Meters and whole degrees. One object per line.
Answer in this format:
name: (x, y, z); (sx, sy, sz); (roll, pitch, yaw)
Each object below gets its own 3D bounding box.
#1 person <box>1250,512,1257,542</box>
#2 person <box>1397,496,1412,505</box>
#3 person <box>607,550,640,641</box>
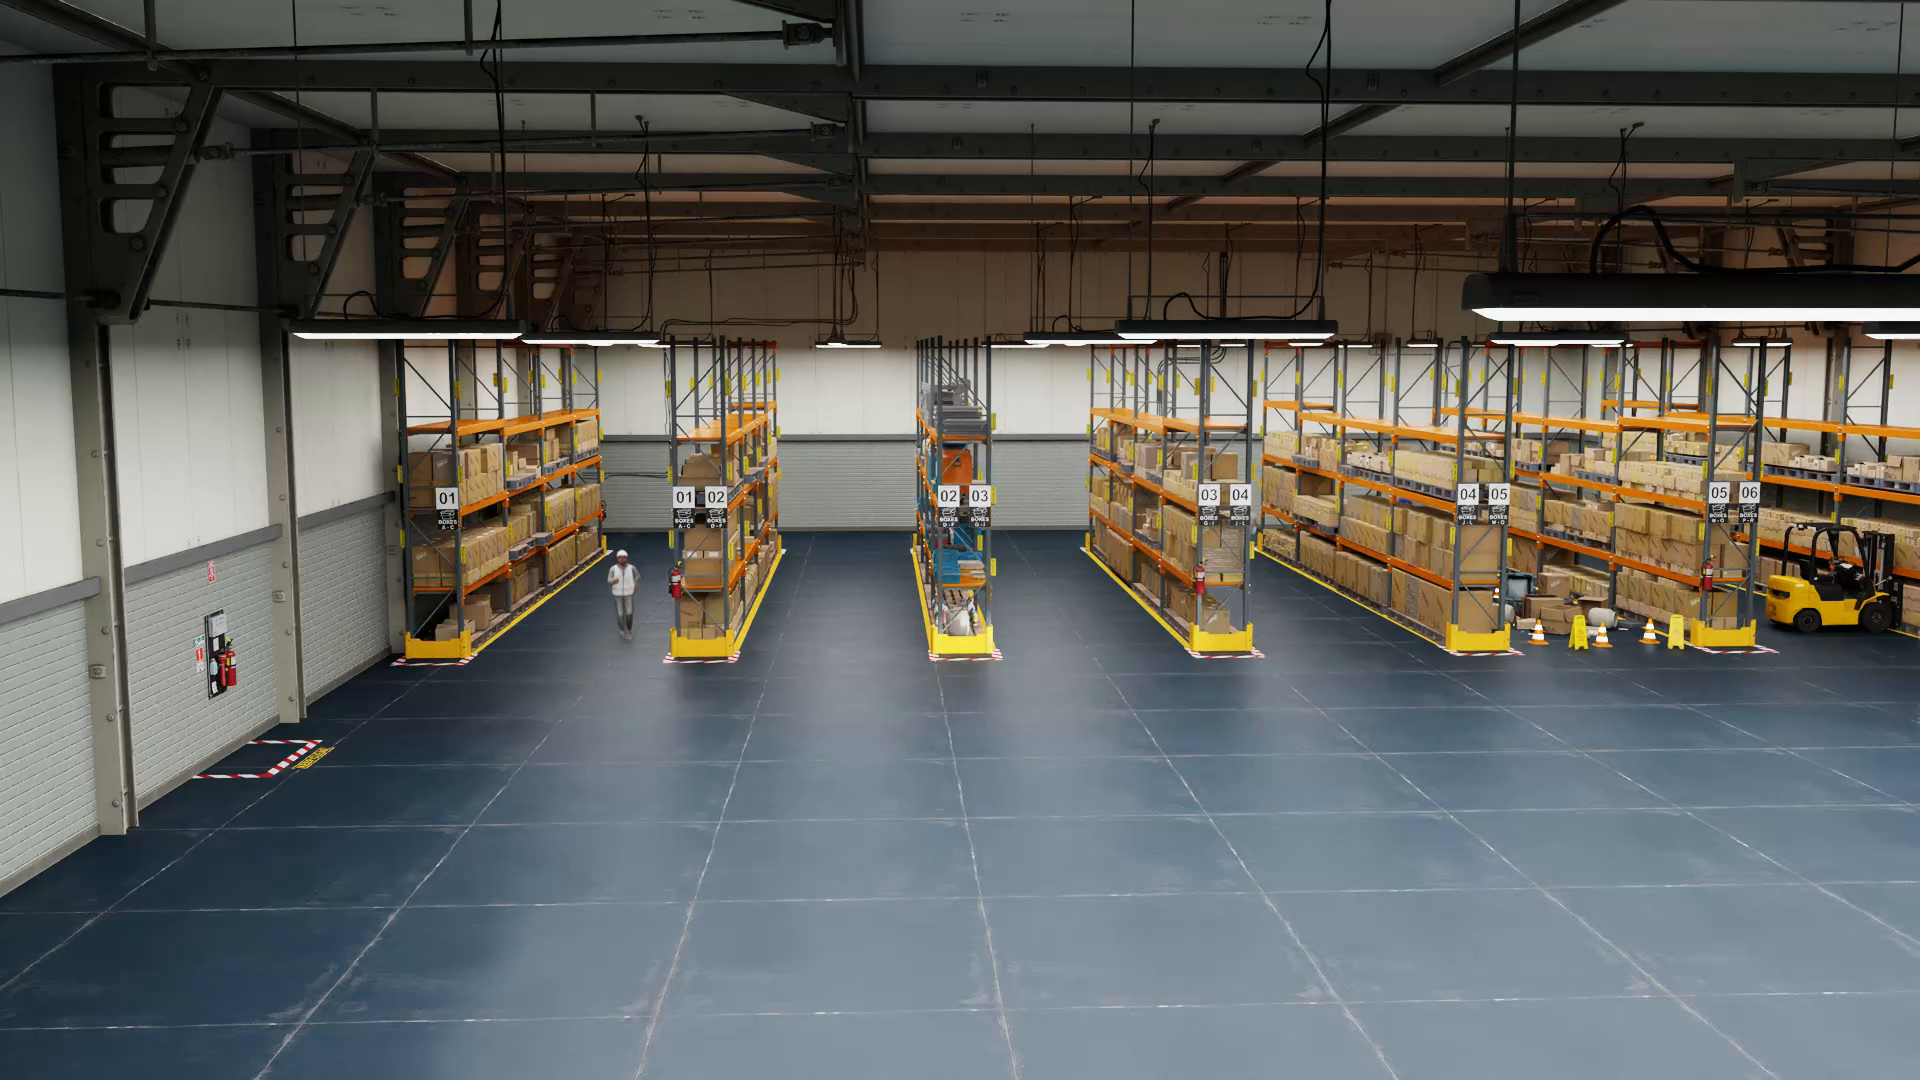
person: (7.531, -0.152, 44.099); (0.709, 1.733, 0.700); (1, 7, 5)
person: (13.103, -0.715, 49.462); (0.760, 1.709, 0.576); (0, 6, -1)
person: (-6.672, 1.107, 32.992); (0.637, 1.817, 0.711); (-1, 7, -10)
